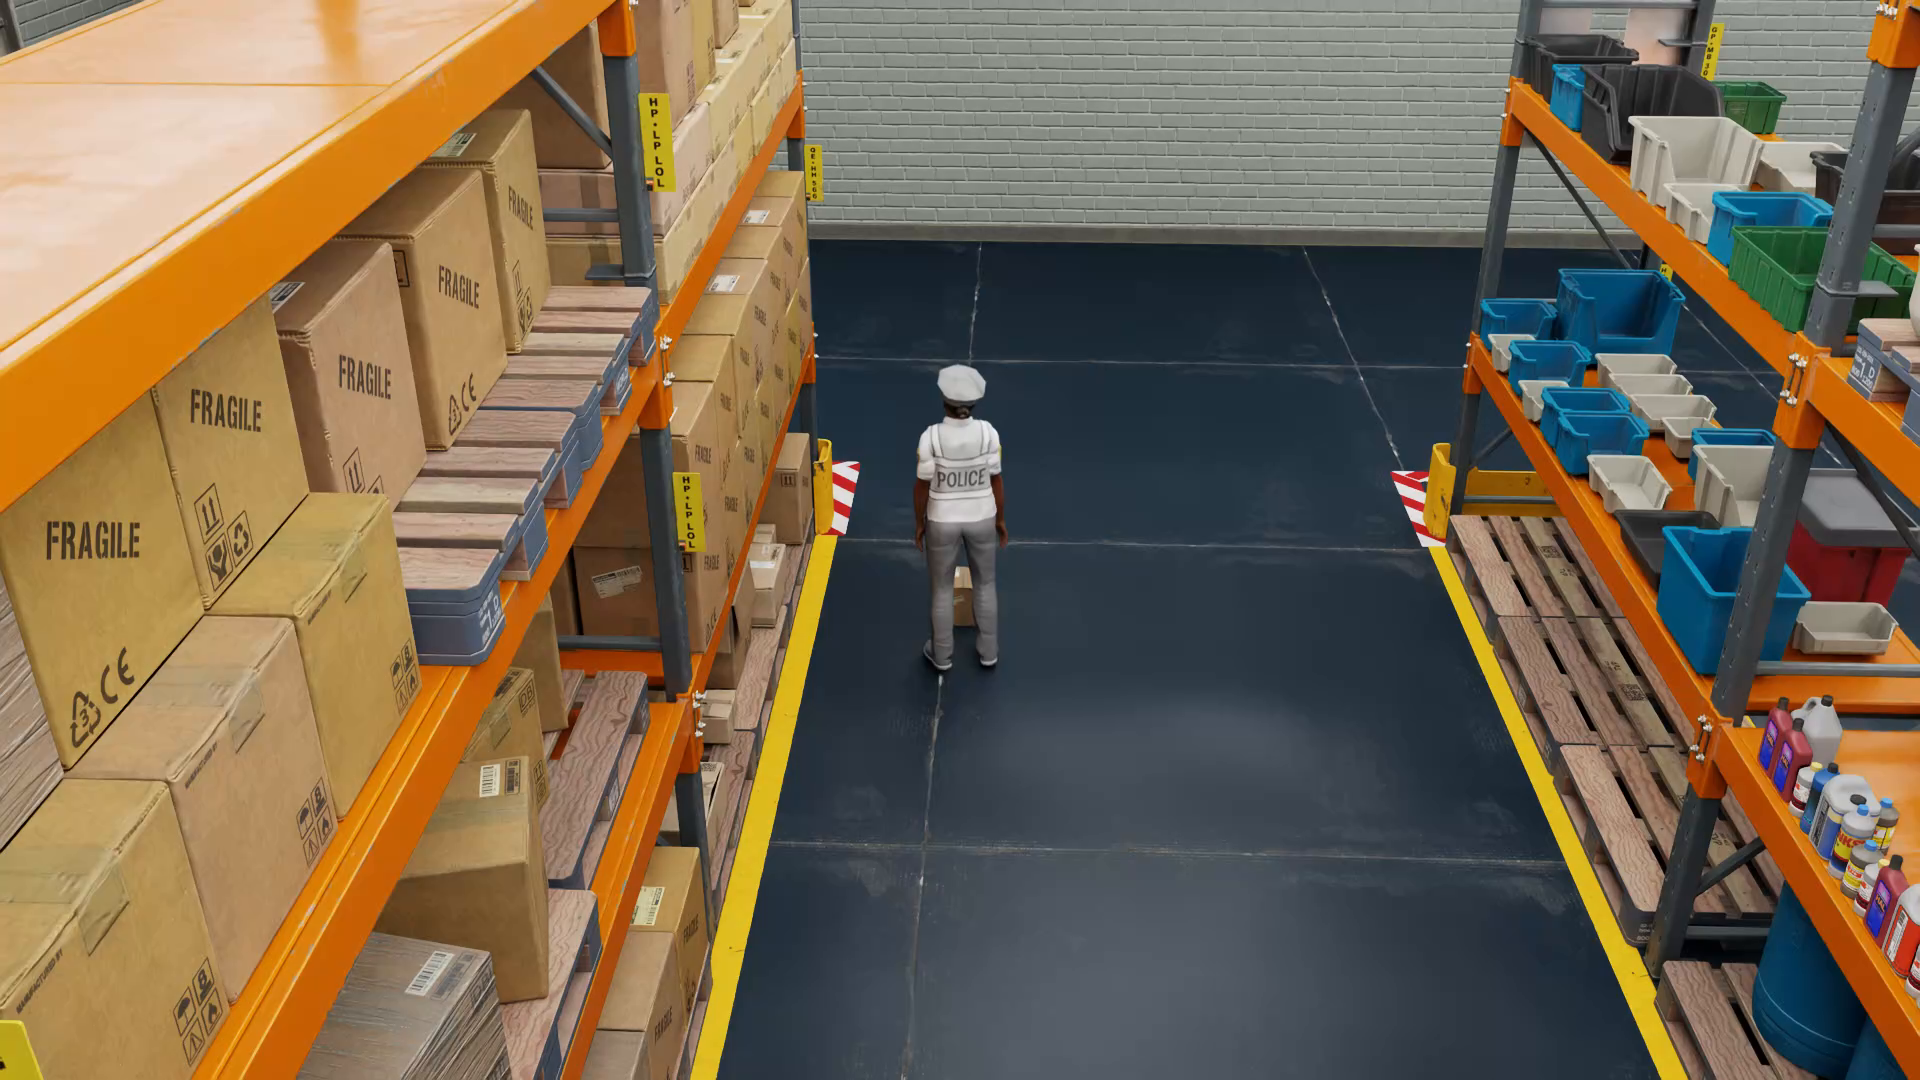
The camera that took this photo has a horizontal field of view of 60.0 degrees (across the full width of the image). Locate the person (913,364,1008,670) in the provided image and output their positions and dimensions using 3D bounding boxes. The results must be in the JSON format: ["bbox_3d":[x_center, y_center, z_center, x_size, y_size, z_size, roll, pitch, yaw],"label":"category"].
[{"bbox_3d":[0.004,-0.110,8.755,0.499,1.692,0.346,-2,28,-4],"label":"person"}]
